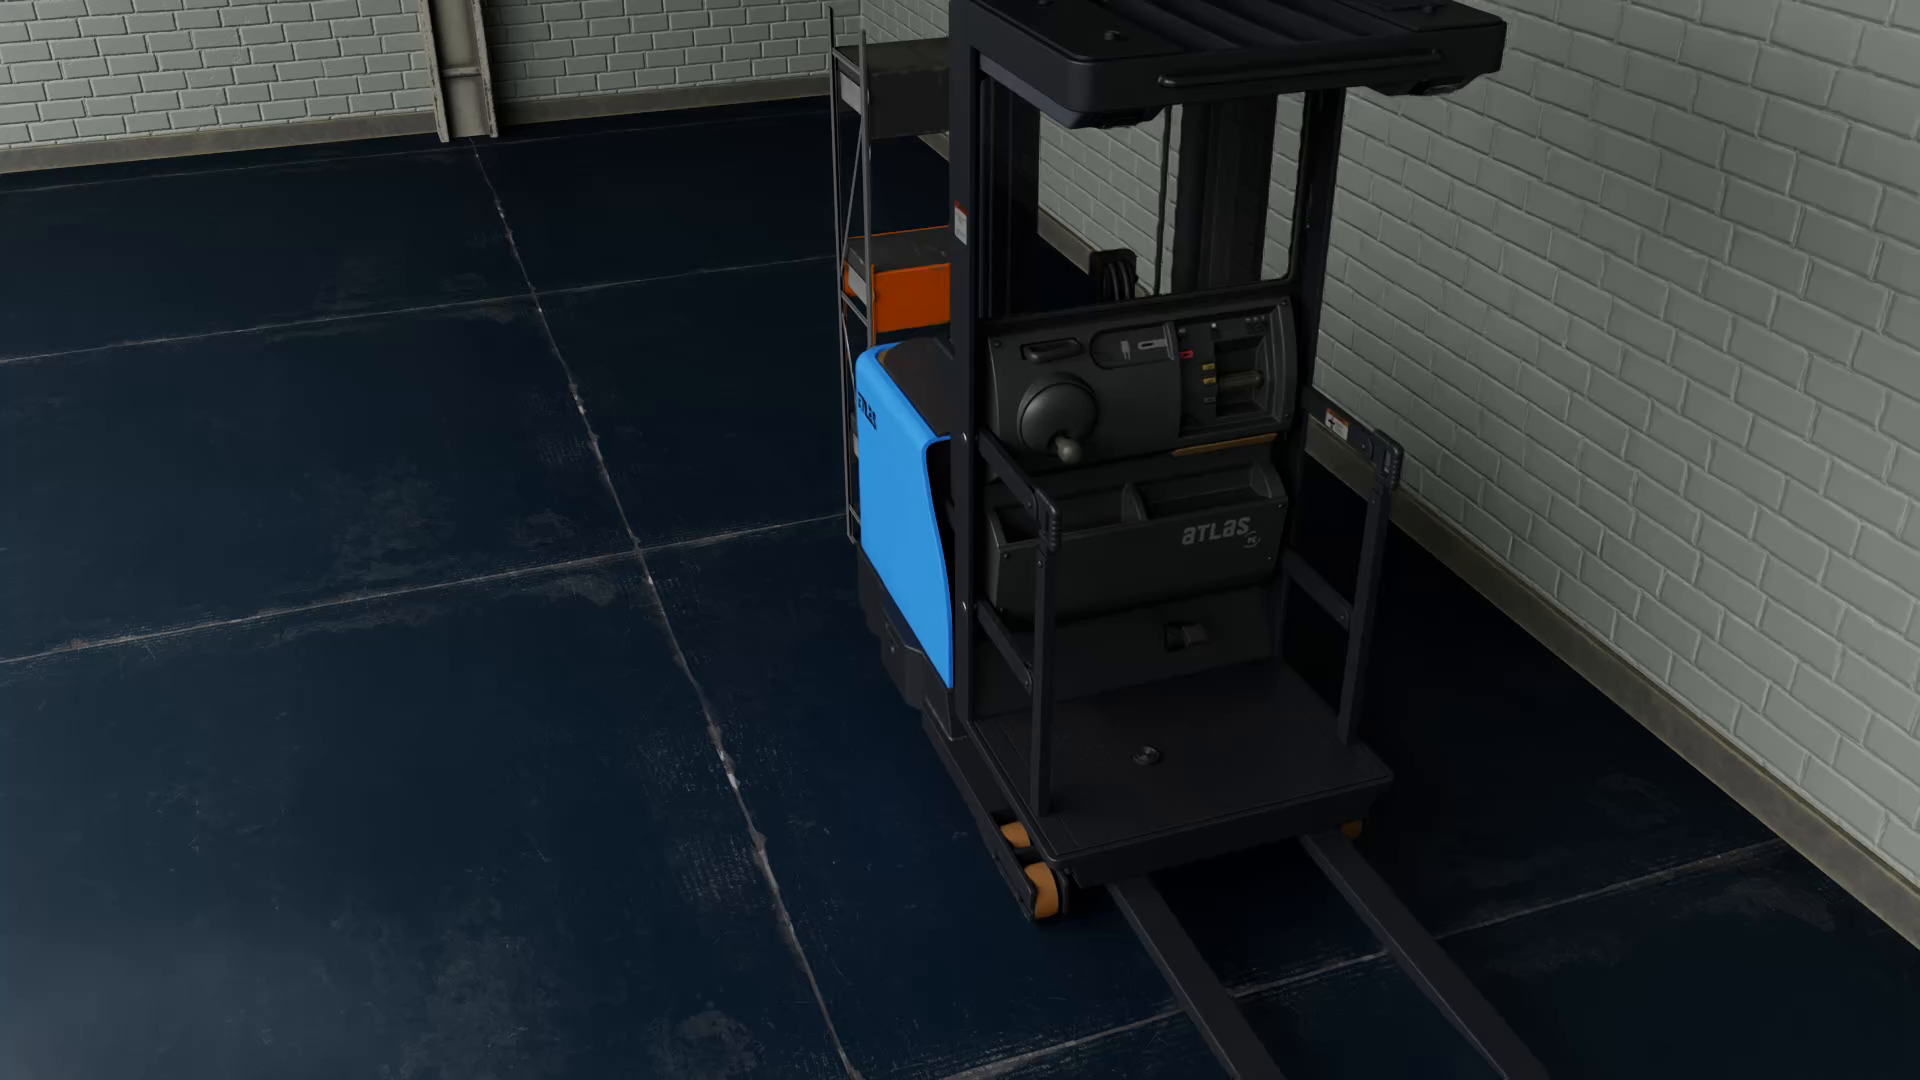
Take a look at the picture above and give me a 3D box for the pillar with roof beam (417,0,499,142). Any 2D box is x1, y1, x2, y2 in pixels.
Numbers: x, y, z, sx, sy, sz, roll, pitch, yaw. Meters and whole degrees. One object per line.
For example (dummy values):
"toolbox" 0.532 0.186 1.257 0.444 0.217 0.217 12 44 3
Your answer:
"pillar with roof beam" -1.995 -4.800 6.085 0.400 9.000 9.100 -10 31 -18

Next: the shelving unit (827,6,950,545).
"shelving unit" -0.155 -0.884 6.180 0.503 2.100 0.431 -10 31 -18

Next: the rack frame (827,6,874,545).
"rack frame" -0.384 -0.842 6.106 0.015 2.100 0.400 -10 31 -18

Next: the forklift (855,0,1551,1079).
"forklift" 0.598 -0.404 4.498 1.130 2.935 3.031 -10 31 -17

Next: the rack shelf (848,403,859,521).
"rack shelf" -0.155 -0.264 6.533 0.480 0.518 0.431 -10 31 -18

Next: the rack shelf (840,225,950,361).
"rack shelf" -0.155 -0.872 6.187 0.480 0.518 0.431 -10 31 -18

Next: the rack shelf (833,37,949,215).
"rack shelf" -0.155 -1.480 5.840 0.480 0.518 0.431 -10 31 -18
